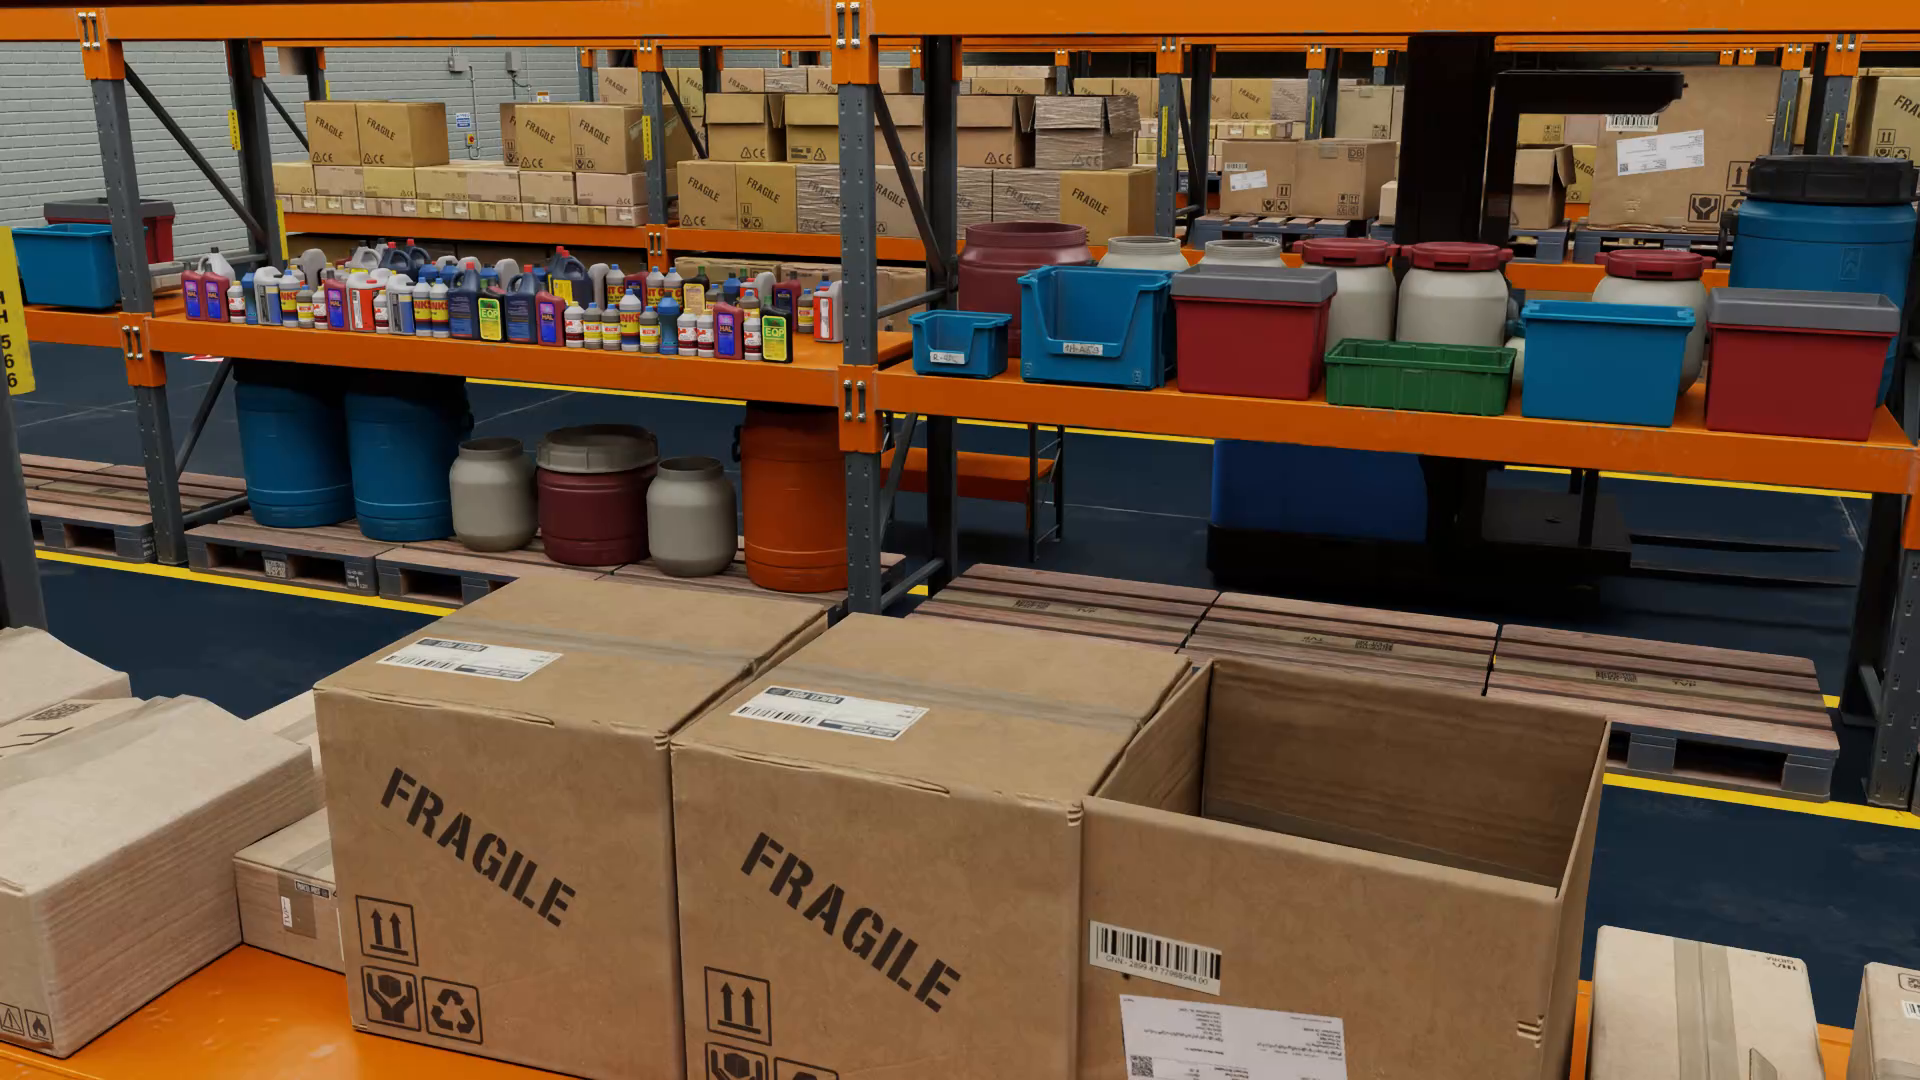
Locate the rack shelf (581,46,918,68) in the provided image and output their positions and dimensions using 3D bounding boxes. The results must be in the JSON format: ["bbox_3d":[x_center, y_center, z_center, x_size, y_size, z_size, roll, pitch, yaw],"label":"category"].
[{"bbox_3d":[-2.101,-5.296,17.948,4.000,0.370,1.077,6,17,21],"label":"rack shelf"}]

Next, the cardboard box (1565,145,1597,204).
[{"bbox_3d":[5.677,-3.314,15.029,0.500,0.500,0.500,6,17,21],"label":"cardboard box"}]

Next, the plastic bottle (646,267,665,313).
[{"bbox_3d":[-1.493,-1.207,8.181,0.097,0.271,0.097,0,16,0],"label":"plastic bottle"}]

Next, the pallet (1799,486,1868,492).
[{"bbox_3d":[5.925,-0.504,10.530,1.213,0.211,1.003,6,17,21],"label":"pallet"}]

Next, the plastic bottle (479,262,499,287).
[{"bbox_3d":[-2.365,-1.257,8.355,0.097,0.271,0.097,0,16,0],"label":"plastic bottle"}]

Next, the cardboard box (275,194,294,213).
[{"bbox_3d":[-5.667,-2.887,14.190,0.250,0.149,0.380,6,17,21],"label":"cardboard box"}]

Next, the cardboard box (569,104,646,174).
[{"bbox_3d":[-2.681,-3.129,12.963,0.500,0.500,0.500,7,18,22],"label":"cardboard box"}]

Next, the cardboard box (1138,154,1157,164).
[{"bbox_3d":[1.901,-3.706,16.255,0.250,0.149,0.380,5,17,18],"label":"cardboard box"}]

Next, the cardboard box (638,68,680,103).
[{"bbox_3d":[-3.170,-4.912,18.208,0.500,0.500,0.500,7,18,22],"label":"cardboard box"}]

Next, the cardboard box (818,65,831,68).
[{"bbox_3d":[-1.741,-6.423,22.783,0.250,0.149,0.380,7,17,22],"label":"cardboard box"}]

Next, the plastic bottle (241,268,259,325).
[{"bbox_3d":[-3.459,-1.196,8.143,0.097,0.271,0.097,0,16,0],"label":"plastic bottle"}]

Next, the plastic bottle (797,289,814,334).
[{"bbox_3d":[-0.723,-1.089,7.900,0.097,0.201,0.097,0,16,0],"label":"plastic bottle"}]

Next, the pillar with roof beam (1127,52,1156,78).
[{"bbox_3d":[1.403,-8.648,22.823,0.400,9.000,9.100,6,17,21],"label":"pillar with roof beam"}]

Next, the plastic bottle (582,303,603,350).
[{"bbox_3d":[-1.643,-0.962,7.464,0.097,0.201,0.097,0,16,0],"label":"plastic bottle"}]

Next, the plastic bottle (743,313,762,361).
[{"bbox_3d":[-0.885,-0.879,7.177,0.097,0.201,0.097,0,16,0],"label":"plastic bottle"}]

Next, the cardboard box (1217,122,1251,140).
[{"bbox_3d":[2.623,-3.912,15.899,0.250,0.149,0.380,6,17,20],"label":"cardboard box"}]

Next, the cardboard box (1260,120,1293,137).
[{"bbox_3d":[3.117,-4.052,16.383,0.250,0.149,0.380,6,17,21],"label":"cardboard box"}]

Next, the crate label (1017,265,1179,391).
[{"bbox_3d":[0.574,-0.872,6.735,0.616,0.435,0.502,6,17,21],"label":"crate label"}]

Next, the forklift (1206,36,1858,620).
[{"bbox_3d":[2.823,-1.193,8.027,3.031,2.935,1.130,5,17,16],"label":"forklift"}]

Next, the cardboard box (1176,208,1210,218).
[{"bbox_3d":[2.931,-4.339,21.798,0.875,0.875,0.875,7,18,22],"label":"cardboard box"}]

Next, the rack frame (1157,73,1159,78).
[{"bbox_3d":[3.299,-6.579,26.454,0.127,3.000,1.000,6,17,21],"label":"rack frame"}]

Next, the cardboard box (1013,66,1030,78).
[{"bbox_3d":[0.873,-6.135,21.789,0.250,0.149,0.380,7,17,22],"label":"cardboard box"}]

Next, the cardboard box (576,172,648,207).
[{"bbox_3d":[-2.662,-2.769,13.066,0.500,0.250,0.500,6,17,20],"label":"cardboard box"}]

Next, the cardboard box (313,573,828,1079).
[{"bbox_3d":[-0.505,0.377,2.317,0.500,0.500,0.500,5,17,18],"label":"cardboard box"}]

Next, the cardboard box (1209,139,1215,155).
[{"bbox_3d":[2.359,-3.797,16.037,0.250,0.149,0.380,7,17,22],"label":"cardboard box"}]

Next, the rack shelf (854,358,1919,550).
[{"bbox_3d":[1.609,-0.477,6.727,4.000,0.370,1.077,6,17,21],"label":"rack shelf"}]

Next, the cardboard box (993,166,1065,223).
[{"bbox_3d":[0.555,-2.398,11.876,0.500,0.500,0.500,6,17,20],"label":"cardboard box"}]

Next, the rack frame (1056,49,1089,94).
[{"bbox_3d":[1.481,-5.291,22.019,0.127,3.000,1.000,6,17,21],"label":"rack frame"}]

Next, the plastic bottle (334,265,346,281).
[{"bbox_3d":[-3.267,-1.350,8.801,0.097,0.201,0.097,0,16,0],"label":"plastic bottle"}]

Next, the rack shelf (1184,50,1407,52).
[{"bbox_3d":[5.160,-7.469,25.432,4.000,0.370,1.077,6,17,21],"label":"rack shelf"}]

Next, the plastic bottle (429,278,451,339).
[{"bbox_3d":[-2.416,-1.081,7.748,0.097,0.271,0.097,0,16,0],"label":"plastic bottle"}]

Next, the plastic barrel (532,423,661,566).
[{"bbox_3d":[-1.763,-0.232,8.164,0.708,0.588,0.600,6,17,21],"label":"plastic barrel"}]

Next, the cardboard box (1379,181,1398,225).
[{"bbox_3d":[3.041,-2.210,10.922,0.500,0.250,0.500,6,17,19],"label":"cardboard box"}]

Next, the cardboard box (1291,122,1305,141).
[{"bbox_3d":[4.180,-5.085,20.682,0.500,0.250,0.500,6,17,19],"label":"cardboard box"}]

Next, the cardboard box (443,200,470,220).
[{"bbox_3d":[-3.991,-2.704,13.558,0.250,0.149,0.380,7,17,22],"label":"cardboard box"}]

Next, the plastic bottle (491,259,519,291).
[{"bbox_3d":[-2.337,-1.294,8.472,0.135,0.276,0.152,6,17,21],"label":"plastic bottle"}]

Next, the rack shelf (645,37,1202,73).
[{"bbox_3d":[-0.294,-3.611,12.143,4.000,0.370,1.077,6,17,21],"label":"rack shelf"}]

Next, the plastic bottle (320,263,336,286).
[{"bbox_3d":[-3.369,-1.380,8.902,0.097,0.201,0.097,0,16,0],"label":"plastic bottle"}]

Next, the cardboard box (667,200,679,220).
[{"bbox_3d":[-2.308,-2.717,13.602,0.250,0.149,0.380,6,17,21],"label":"cardboard box"}]

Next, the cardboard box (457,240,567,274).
[{"bbox_3d":[-3.577,-2.082,14.024,0.875,0.875,0.875,6,17,21],"label":"cardboard box"}]

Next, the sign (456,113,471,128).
[{"bbox_3d":[-7.568,-6.394,25.335,0.001,0.218,0.327,6,17,21],"label":"sign"}]

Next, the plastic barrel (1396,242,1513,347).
[{"bbox_3d":[1.978,-0.913,6.694,0.433,0.535,0.433,0,16,0],"label":"plastic barrel"}]

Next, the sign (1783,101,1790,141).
[{"bbox_3d":[7.011,-3.555,14.103,0.005,0.325,0.100,6,17,21],"label":"sign"}]

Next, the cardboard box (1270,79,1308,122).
[{"bbox_3d":[4.145,-5.445,20.578,0.500,0.500,0.500,7,17,22],"label":"cardboard box"}]

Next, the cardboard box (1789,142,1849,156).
[{"bbox_3d":[7.549,-3.216,14.602,0.550,0.550,0.875,6,17,21],"label":"cardboard box"}]

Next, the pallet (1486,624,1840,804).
[{"bbox_3d":[2.725,0.651,6.553,1.213,0.211,1.003,6,17,21],"label":"pallet"}]

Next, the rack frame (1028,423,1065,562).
[{"bbox_3d":[0.467,-0.489,8.840,0.032,1.125,0.500,6,17,21],"label":"rack frame"}]

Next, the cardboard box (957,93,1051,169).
[{"bbox_3d":[0.287,-2.988,12.106,0.637,0.503,0.797,7,17,22],"label":"cardboard box"}]

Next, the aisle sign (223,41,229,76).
[{"bbox_3d":[-6.053,-4.308,13.970,0.004,0.787,0.394,6,17,21],"label":"aisle sign"}]

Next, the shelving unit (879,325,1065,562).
[{"bbox_3d":[-0.006,-0.541,9.019,1.048,1.125,0.538,6,17,21],"label":"shelving unit"}]
